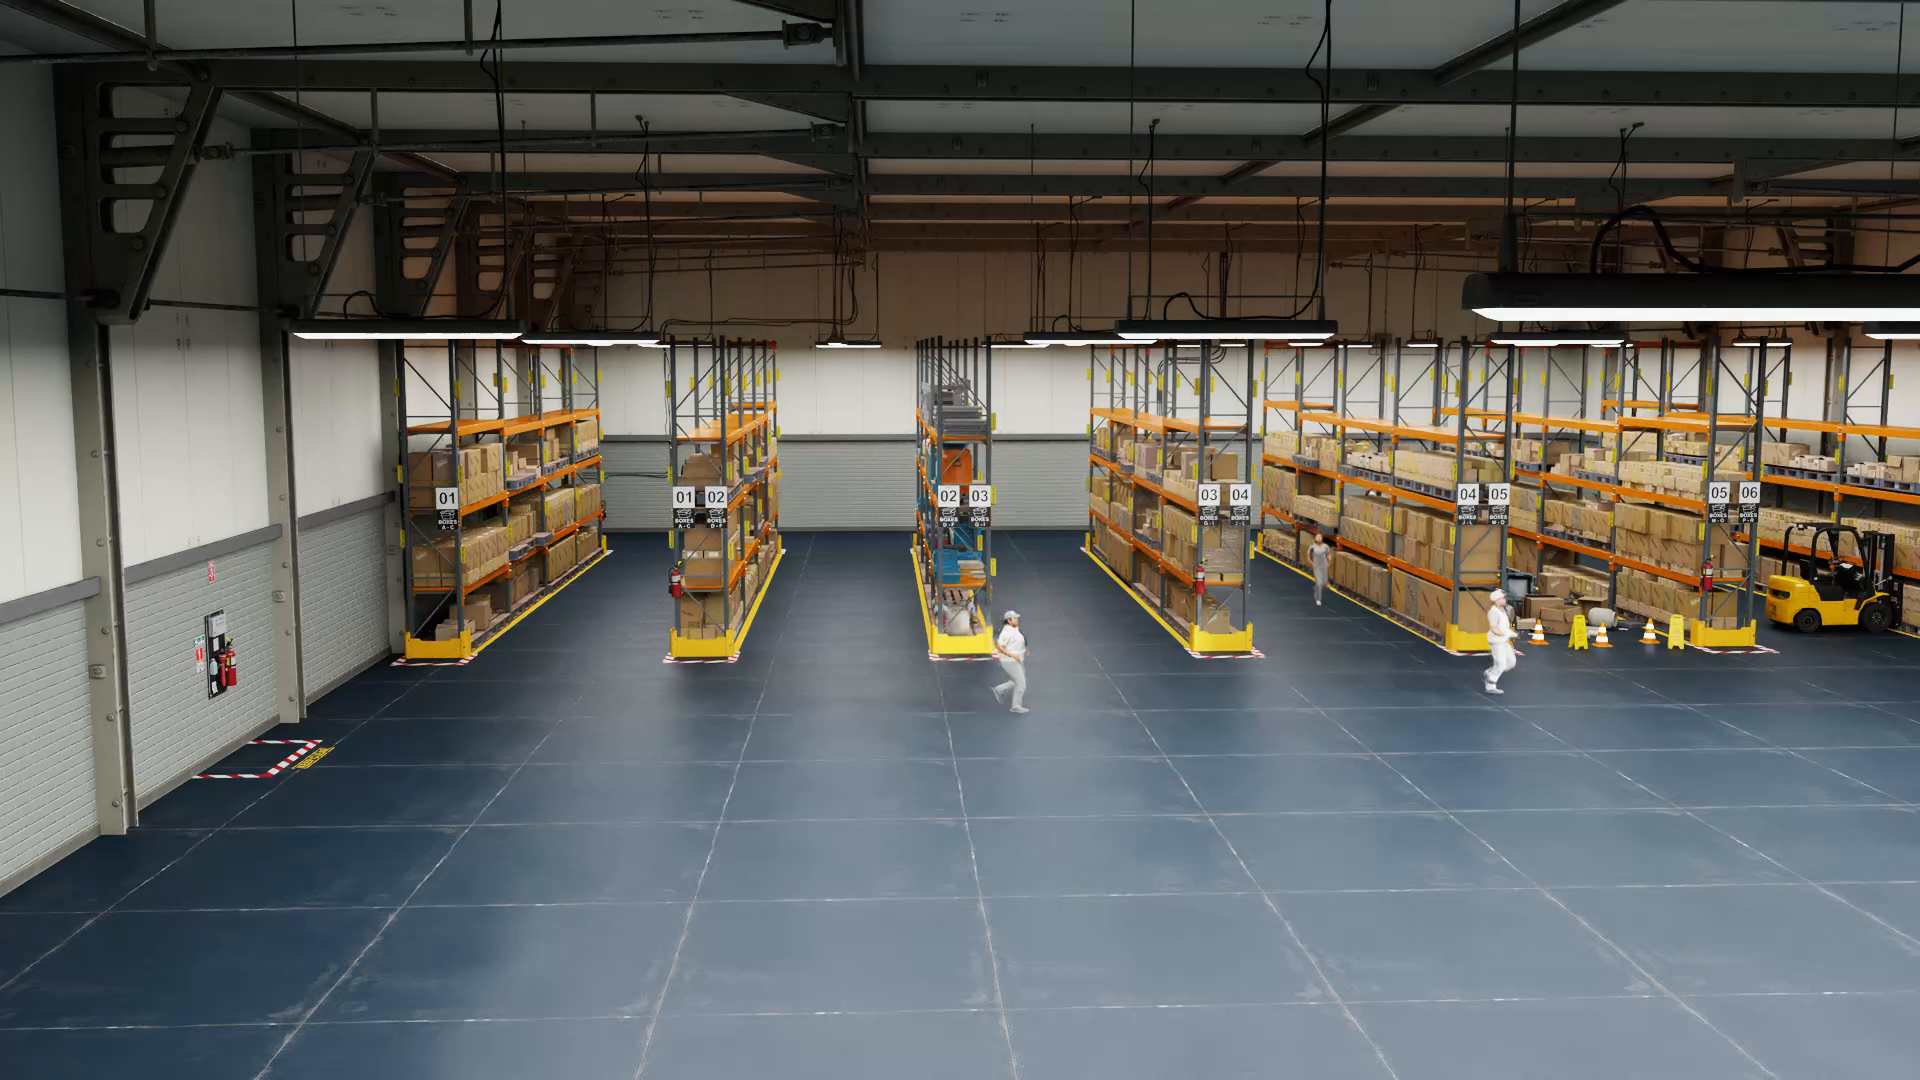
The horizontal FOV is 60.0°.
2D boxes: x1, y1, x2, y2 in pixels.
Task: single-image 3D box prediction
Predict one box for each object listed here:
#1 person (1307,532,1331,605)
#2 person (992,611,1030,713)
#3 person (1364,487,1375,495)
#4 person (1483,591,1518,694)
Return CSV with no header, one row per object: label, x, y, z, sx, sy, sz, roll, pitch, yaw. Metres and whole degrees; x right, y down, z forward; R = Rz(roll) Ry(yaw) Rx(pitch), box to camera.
person,8.144,0.640,37.716,0.567,1.636,0.547,0,6,0
person,0.800,1.925,26.410,0.633,1.619,0.611,2,7,20
person,12.159,-0.758,49.351,0.848,1.834,0.693,0,6,1
person,9.009,1.707,27.726,0.601,1.737,0.673,4,8,34
